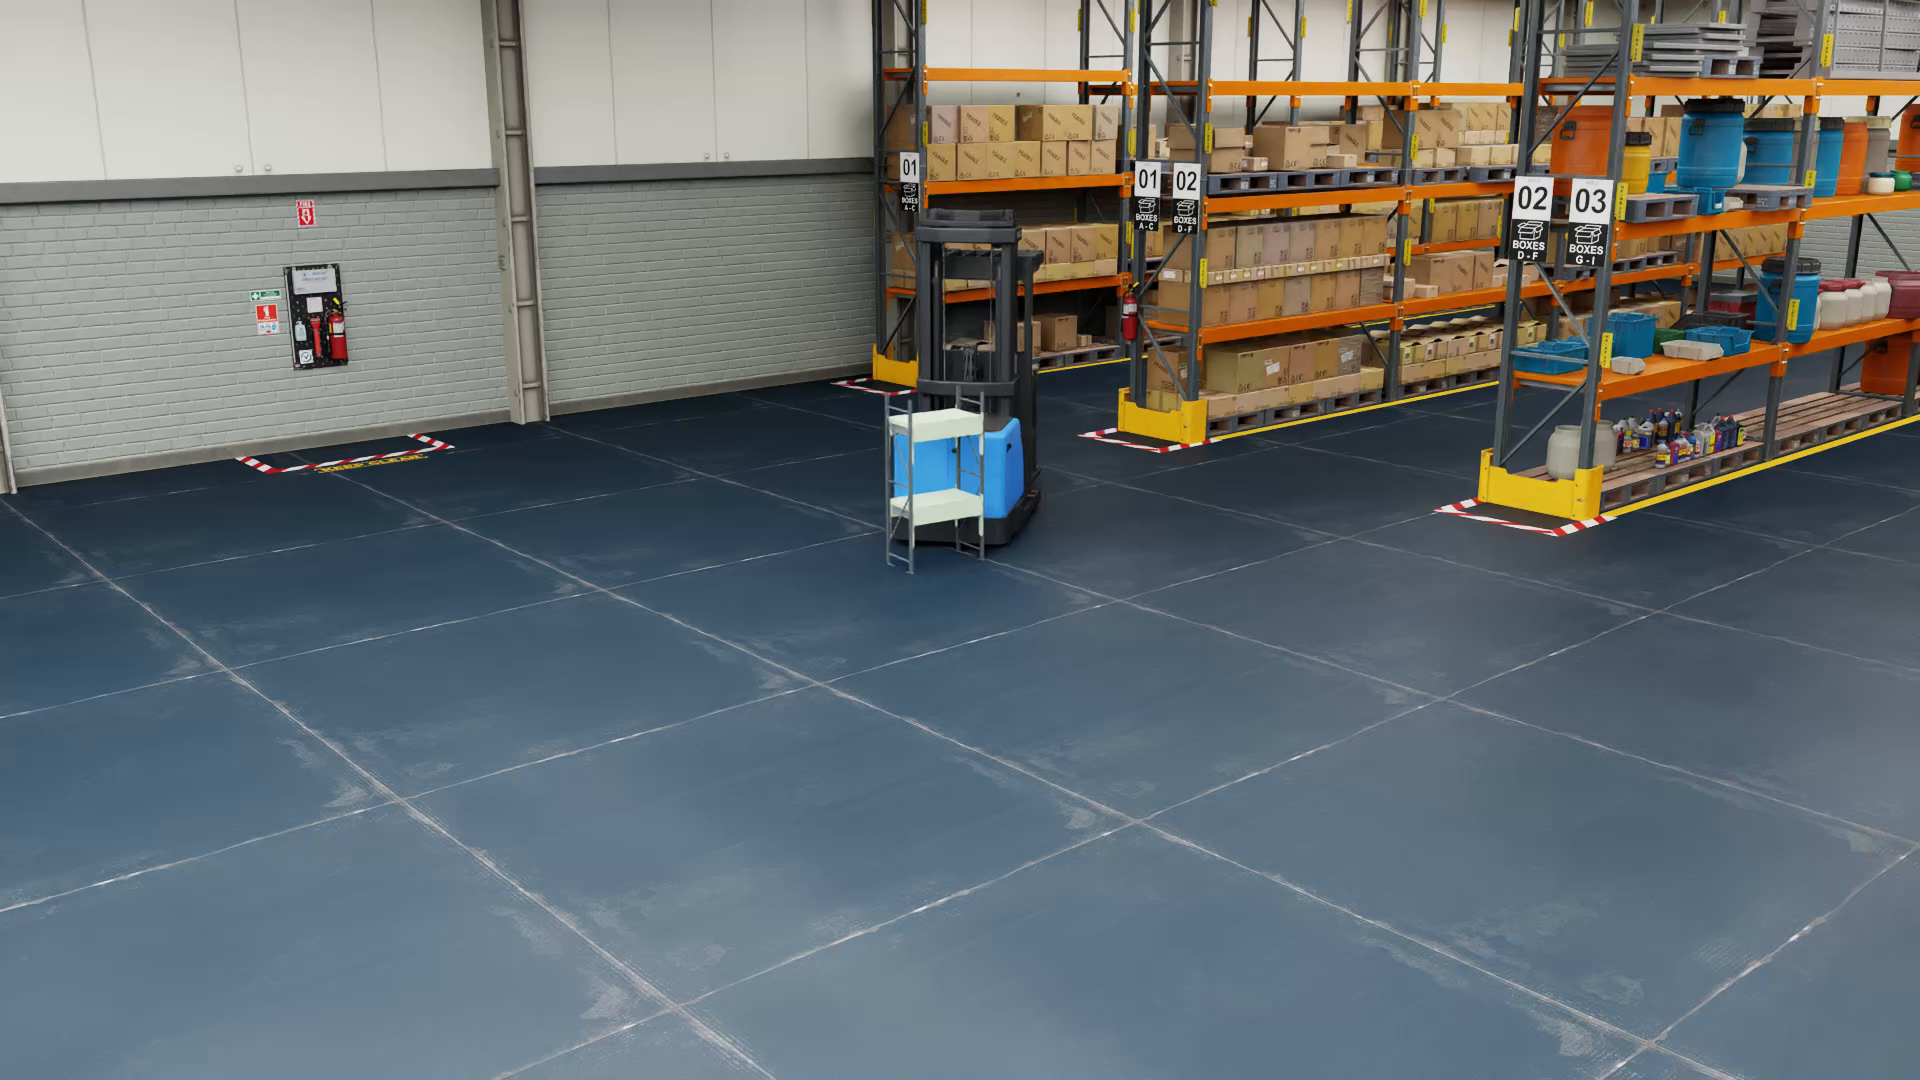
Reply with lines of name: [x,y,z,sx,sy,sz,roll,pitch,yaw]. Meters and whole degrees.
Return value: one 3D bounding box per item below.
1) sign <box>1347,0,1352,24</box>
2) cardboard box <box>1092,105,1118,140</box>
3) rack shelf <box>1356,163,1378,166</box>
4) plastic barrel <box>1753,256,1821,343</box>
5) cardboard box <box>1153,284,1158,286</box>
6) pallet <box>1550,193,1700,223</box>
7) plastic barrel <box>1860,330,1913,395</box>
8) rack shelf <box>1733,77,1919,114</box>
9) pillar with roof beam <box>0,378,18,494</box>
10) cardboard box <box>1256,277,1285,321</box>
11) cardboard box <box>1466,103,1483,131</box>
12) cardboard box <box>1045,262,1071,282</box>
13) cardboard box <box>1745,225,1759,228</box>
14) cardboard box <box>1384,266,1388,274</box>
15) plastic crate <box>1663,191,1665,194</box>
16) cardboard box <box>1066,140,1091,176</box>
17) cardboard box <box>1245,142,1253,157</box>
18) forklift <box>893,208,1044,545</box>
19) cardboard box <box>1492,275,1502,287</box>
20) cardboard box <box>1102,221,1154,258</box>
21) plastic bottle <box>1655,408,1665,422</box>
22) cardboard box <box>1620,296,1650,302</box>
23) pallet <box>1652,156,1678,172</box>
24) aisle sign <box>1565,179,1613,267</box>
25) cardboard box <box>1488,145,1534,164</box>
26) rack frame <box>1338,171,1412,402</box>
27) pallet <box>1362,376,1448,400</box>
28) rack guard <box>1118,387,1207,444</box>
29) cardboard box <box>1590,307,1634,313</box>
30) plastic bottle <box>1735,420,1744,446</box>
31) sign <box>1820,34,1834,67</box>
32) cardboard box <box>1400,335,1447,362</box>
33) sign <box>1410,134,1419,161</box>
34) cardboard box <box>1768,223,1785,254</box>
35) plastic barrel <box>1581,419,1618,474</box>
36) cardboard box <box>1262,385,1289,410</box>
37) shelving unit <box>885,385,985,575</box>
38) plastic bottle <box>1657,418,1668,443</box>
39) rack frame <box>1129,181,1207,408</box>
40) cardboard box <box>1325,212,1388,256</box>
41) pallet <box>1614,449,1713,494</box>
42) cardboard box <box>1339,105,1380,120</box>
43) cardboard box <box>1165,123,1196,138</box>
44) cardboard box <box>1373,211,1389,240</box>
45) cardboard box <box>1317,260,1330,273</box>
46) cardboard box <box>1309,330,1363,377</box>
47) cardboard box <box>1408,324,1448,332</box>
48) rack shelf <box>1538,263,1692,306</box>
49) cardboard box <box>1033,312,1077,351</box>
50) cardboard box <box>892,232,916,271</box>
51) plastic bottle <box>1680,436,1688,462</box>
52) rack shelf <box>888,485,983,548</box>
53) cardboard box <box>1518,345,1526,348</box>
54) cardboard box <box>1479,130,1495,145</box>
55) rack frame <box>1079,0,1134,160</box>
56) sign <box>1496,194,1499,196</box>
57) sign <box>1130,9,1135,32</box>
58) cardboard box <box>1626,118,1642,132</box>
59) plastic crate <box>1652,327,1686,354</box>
sign: [5.082,-6.880,21.606,0.005,0.325,0.100,-13,19,-39]
cardboard box: [1.992,-6.205,24.684,0.500,0.500,0.500,14,20,42]
rack shelf: [6.718,-6.470,29.242,4.000,0.370,1.077,-13,19,-39]
plastic barrel: [9.186,-2.672,18.470,0.708,0.901,0.600,-13,19,-39]
cardboard box: [3.456,-4.011,26.994,0.500,0.250,0.500,-13,20,-41]
pallet: [6.366,-3.225,16.064,1.213,0.211,1.003,-13,19,-39]
plastic barrel: [12.071,-2.342,21.596,0.708,0.830,0.600,-13,19,-39]
rack shelf: [10.204,-5.120,19.149,4.000,0.370,1.077,-13,19,-39]
pillar with roof beam: [-7.092,-3.989,12.746,0.400,9.000,9.100,-13,19,-39]
cardboard box: [3.561,-3.009,20.507,0.500,0.500,0.700,-12,19,-39]
cardboard box: [9.333,-7.852,30.851,0.500,0.500,0.500,-13,20,-40]
cardboard box: [1.283,-3.979,24.586,0.500,0.250,0.500,-13,20,-40]
cardboard box: [13.188,-5.562,28.130,0.500,0.500,0.500,-12,19,-38]
cardboard box: [7.154,-4.585,29.955,0.750,0.750,0.750,-12,19,-38]
plastic crate: [7.326,-3.556,17.349,0.450,0.188,0.336,-13,19,-39]
cardboard box: [1.583,-5.643,24.517,0.500,0.500,0.500,14,20,42]
cardboard box: [3.544,-4.728,20.414,0.500,0.311,0.500,-10,18,-33]
forklift: [0.192,-1.710,15.973,1.130,2.935,3.031,3,15,11]
cardboard box: [7.539,-3.718,23.843,0.250,0.149,0.380,-11,18,-35]
cardboard box: [2.598,-4.693,25.959,0.500,0.500,0.700,-13,19,-39]
plastic bottle: [7.814,-1.300,18.586,0.185,0.351,0.144,-12,19,-38]
cardboard box: [10.957,-3.714,27.333,0.500,0.500,0.500,-14,20,-42]
pallet: [10.944,-6.005,26.471,1.003,0.211,1.213,-13,19,-39]
aisle sign: [5.816,-2.933,15.379,0.004,0.787,0.394,-13,19,-39]
cardboard box: [7.775,-5.466,23.564,0.500,0.250,0.500,-12,19,-38]
rack frame: [5.447,-3.388,22.123,0.127,3.000,1.000,-13,19,-39]
pallet: [5.977,-2.174,22.979,1.213,0.211,1.003,-13,19,-39]
rack guard: [2.411,-1.499,19.894,0.348,0.500,1.175,-13,19,-39]
cardboard box: [10.158,-3.356,25.991,0.500,0.500,0.500,-14,20,-41]
plastic bottle: [8.549,-1.178,18.259,0.133,0.283,0.061,-11,19,-37]
sign: [9.048,-5.112,17.355,0.005,0.325,0.100,-13,19,-39]
cardboard box: [6.303,-2.639,22.746,0.500,0.311,0.500,-13,20,-40]
sign: [5.812,-5.018,21.256,0.005,0.325,0.100,-13,19,-39]
cardboard box: [13.951,-5.252,28.907,0.500,0.500,0.500,-12,19,-39]
plastic barrel: [6.502,-0.958,17.032,0.421,0.512,0.421,0,15,0]
cardboard box: [3.732,-1.803,20.701,0.500,0.250,0.500,-13,19,-39]
shelving unit: [-0.215,-0.524,14.306,0.755,1.500,0.431,-10,18,-33]
plastic bottle: [7.784,-1.214,18.416,0.097,0.271,0.097,0,15,0]
rack frame: [2.429,-2.711,19.586,0.127,3.000,1.000,-13,19,-39]
cardboard box: [5.116,-3.987,21.657,0.500,0.500,0.700,-13,19,-39]
pallet: [7.241,-0.763,17.697,1.213,0.211,1.003,-13,19,-39]
cardboard box: [7.071,-7.560,29.428,0.500,0.250,0.500,-13,20,-41]
cardboard box: [3.587,-6.339,26.348,0.500,0.500,0.500,-14,20,-41]
cardboard box: [7.281,-5.610,29.631,0.500,0.500,0.500,-13,19,-39]
cardboard box: [4.423,-3.448,20.894,0.250,0.149,0.380,-12,19,-38]
cardboard box: [4.855,-2.422,21.565,0.500,0.500,0.500,-13,19,-39]
cardboard box: [6.712,-2.916,23.783,0.500,0.311,0.500,-13,20,-40]
rack shelf: [9.973,-4.057,26.021,4.000,0.370,1.077,-13,19,-39]
cardboard box: [1.435,-3.174,25.310,0.500,0.500,0.500,14,21,43]
cardboard box: [-0.609,-4.095,23.568,0.500,0.500,0.500,-13,20,-40]
plastic bottle: [7.584,-0.962,17.473,0.097,0.271,0.097,0,15,0]
rack shelf: [-0.215,-0.209,14.390,0.720,0.370,0.431,-10,18,-33]
cardboard box: [7.841,-2.716,24.120,0.500,0.250,0.500,-13,20,-40]
cardboard box: [9.697,-7.573,31.260,0.500,0.250,0.500,-13,20,-41]
rack frame: [2.192,-7.251,24.957,0.127,3.000,1.000,-13,19,-39]
sign: [10.885,-6.951,33.628,0.005,0.325,0.100,-13,19,-39]
sign: [2.534,-7.631,24.419,0.005,0.325,0.100,-13,19,-39]
cardboard box: [10.049,-6.195,25.616,0.600,0.600,0.600,-14,20,-41]
plastic crate: [7.486,-2.146,17.883,0.662,0.188,0.450,-13,19,-39]
